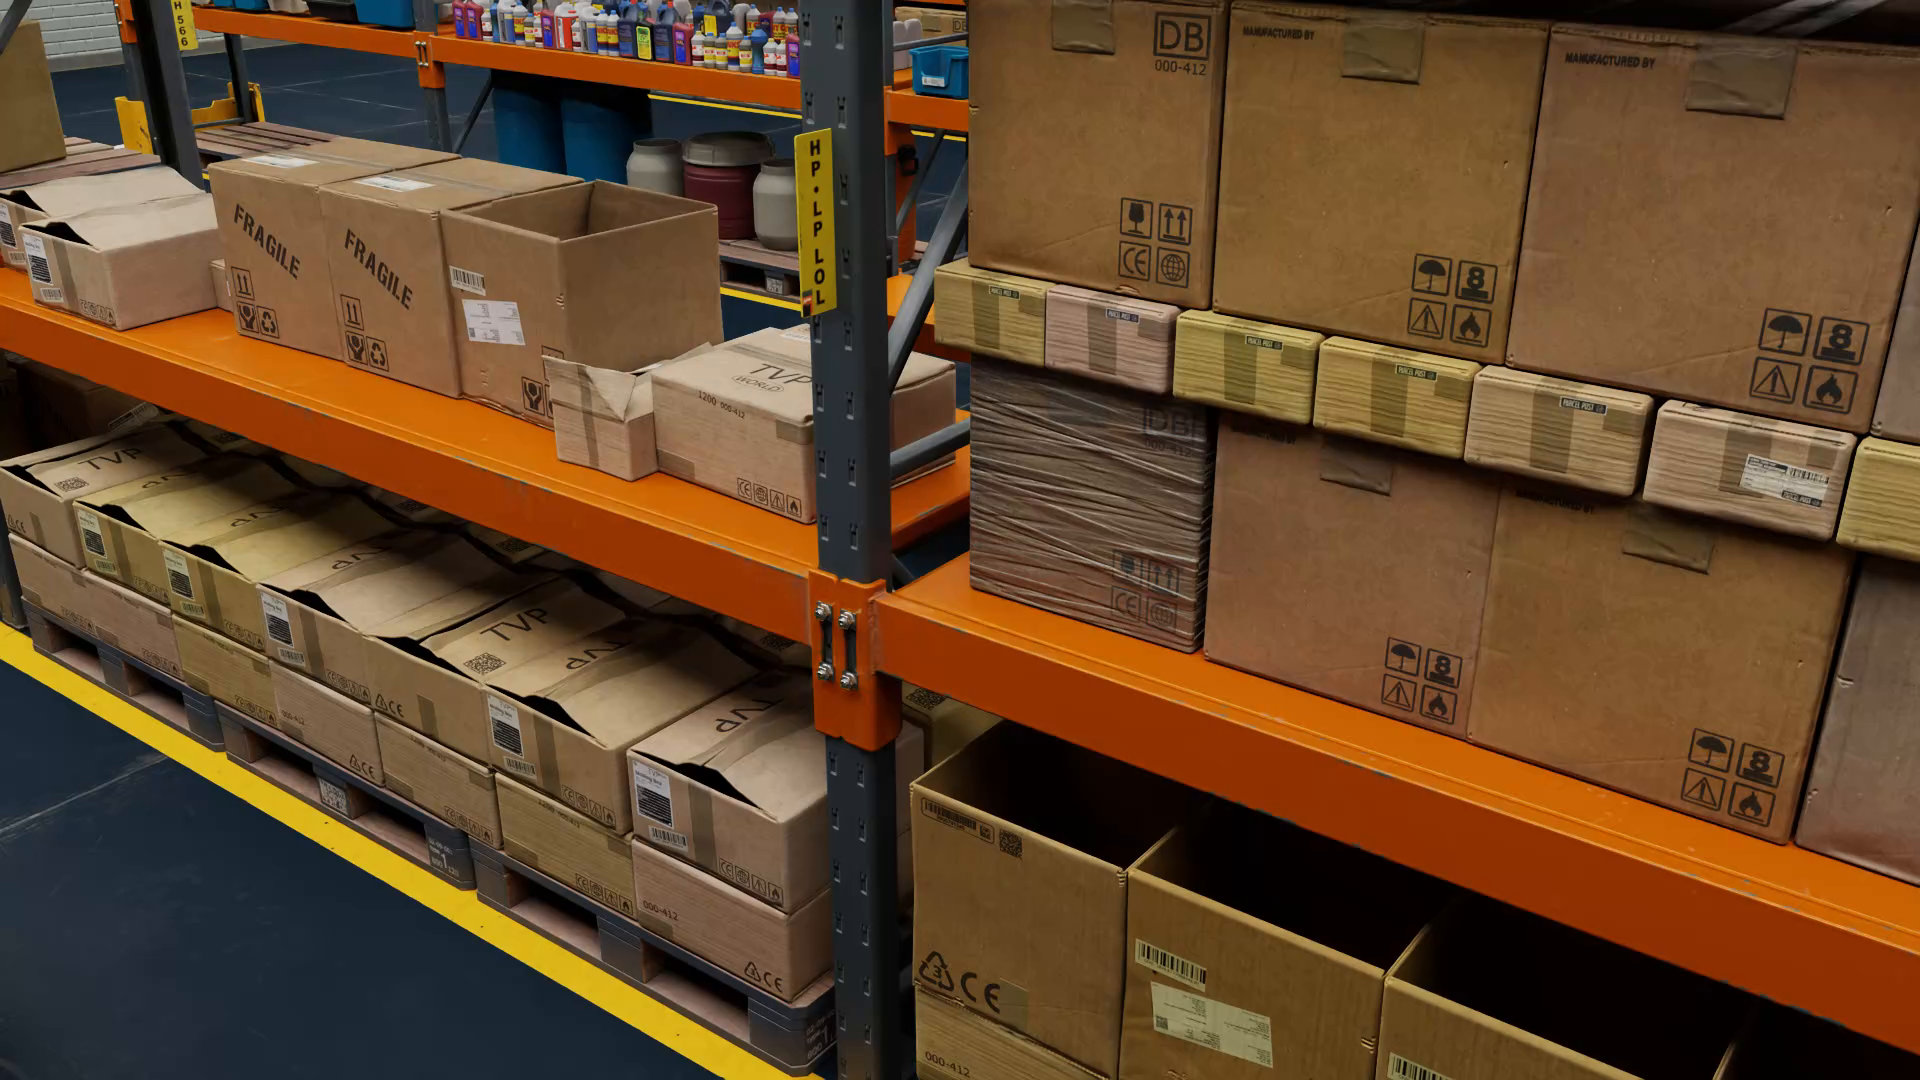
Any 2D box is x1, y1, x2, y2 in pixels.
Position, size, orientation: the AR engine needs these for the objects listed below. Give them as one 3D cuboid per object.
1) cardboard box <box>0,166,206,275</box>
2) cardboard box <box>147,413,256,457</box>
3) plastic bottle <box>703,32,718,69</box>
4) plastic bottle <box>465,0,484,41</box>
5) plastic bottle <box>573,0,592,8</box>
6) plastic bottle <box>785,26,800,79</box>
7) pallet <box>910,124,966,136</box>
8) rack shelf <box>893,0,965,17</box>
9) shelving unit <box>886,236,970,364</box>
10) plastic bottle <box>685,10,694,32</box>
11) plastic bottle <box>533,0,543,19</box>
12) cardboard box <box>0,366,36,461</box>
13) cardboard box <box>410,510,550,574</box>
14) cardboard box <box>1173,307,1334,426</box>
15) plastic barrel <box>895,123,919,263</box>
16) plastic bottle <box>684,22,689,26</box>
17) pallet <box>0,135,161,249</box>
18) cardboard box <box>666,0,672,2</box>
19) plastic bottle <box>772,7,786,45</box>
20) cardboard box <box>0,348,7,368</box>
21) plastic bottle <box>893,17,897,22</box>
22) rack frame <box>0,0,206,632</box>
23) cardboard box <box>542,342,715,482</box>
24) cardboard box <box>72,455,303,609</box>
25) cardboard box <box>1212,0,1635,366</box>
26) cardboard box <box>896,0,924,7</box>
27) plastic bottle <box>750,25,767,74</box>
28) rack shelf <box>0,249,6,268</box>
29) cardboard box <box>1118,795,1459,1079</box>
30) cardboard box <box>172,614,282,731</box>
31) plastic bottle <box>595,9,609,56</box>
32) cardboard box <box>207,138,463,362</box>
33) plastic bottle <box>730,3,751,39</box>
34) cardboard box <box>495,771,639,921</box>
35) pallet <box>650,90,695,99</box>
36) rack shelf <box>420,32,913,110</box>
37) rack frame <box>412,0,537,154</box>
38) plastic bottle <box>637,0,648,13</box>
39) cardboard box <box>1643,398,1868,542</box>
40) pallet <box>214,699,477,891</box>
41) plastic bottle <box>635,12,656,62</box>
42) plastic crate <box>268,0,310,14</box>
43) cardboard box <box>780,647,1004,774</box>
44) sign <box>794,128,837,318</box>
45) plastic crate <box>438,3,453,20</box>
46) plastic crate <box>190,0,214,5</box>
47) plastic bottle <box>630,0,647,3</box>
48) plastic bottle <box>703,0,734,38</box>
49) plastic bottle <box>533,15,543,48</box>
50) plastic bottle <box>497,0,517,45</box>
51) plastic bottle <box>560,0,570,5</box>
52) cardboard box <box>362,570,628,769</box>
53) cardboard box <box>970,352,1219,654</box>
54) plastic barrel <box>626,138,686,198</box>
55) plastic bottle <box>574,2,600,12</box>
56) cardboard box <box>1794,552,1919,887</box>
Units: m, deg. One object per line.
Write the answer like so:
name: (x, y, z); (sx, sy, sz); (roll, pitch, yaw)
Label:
cardboard box: (-2.873, -1.073, 5.576); (0.500, 0.311, 0.500); (19, 30, 36)
cardboard box: (-2.571, -0.359, 6.039); (0.500, 0.311, 0.500); (18, 29, 35)
plastic bottle: (-1.477, -2.913, 9.888); (0.097, 0.201, 0.097); (0, 24, 0)
plastic bottle: (-3.221, -3.469, 11.047); (0.133, 0.283, 0.061); (17, 29, 33)
plastic bottle: (-2.520, -3.595, 11.250); (0.185, 0.351, 0.144); (17, 29, 33)
plastic bottle: (-0.929, -2.776, 9.475); (0.133, 0.283, 0.061); (17, 29, 33)
pallet: (0.268, -3.940, 15.431); (1.213, 0.211, 1.003); (17, 29, 33)
rack shelf: (1.206, -4.566, 14.284); (4.000, 0.370, 1.077); (17, 29, 33)
shelving unit: (-0.005, -0.516, 6.527); (1.048, 1.125, 0.538); (17, 29, 33)
plastic bottle: (-1.757, -3.381, 10.949); (0.097, 0.201, 0.097); (0, 24, 0)
plastic bottle: (-2.916, -3.654, 11.569); (0.097, 0.201, 0.097); (0, 24, 0)
cardboard box: (-4.027, -0.424, 6.546); (0.500, 0.500, 0.500); (18, 30, 35)
cardboard box: (-1.350, 0.009, 5.203); (0.500, 0.311, 0.500); (18, 29, 35)
cardboard box: (0.570, -0.341, 2.876); (0.250, 0.149, 0.380); (16, 28, 32)
plastic barrel: (-0.566, -2.125, 10.024); (0.708, 0.830, 0.600); (17, 29, 33)
plastic bottle: (-1.720, -3.088, 10.182); (0.133, 0.283, 0.061); (17, 29, 33)
pallet: (-3.723, -1.270, 6.149); (1.003, 0.211, 1.213); (17, 29, 33)
cardboard box: (-3.035, -5.437, 17.483); (0.875, 0.875, 0.875); (17, 29, 33)
plastic bottle: (-1.133, -3.224, 10.506); (0.097, 0.271, 0.097); (0, 24, 0)
cardboard box: (-4.075, -0.779, 6.423); (0.500, 0.250, 0.500); (18, 30, 35)
plastic bottle: (-0.393, -3.000, 9.999); (0.097, 0.271, 0.097); (0, 24, 0)
rack frame: (-3.138, -1.216, 5.790); (0.127, 3.000, 1.000); (17, 29, 33)
cardboard box: (-0.751, -0.341, 3.970); (0.258, 0.266, 0.396); (16, 28, 32)
cardboard box: (-2.470, -0.061, 5.362); (0.500, 0.311, 0.500); (16, 28, 32)
cardboard box: (0.827, -0.661, 2.797); (0.500, 0.500, 0.700); (17, 29, 33)
cardboard box: (-0.875, -4.784, 16.002); (0.875, 0.875, 0.875); (17, 29, 33)
plastic bottle: (-1.166, -2.851, 9.661); (0.097, 0.271, 0.097); (0, 24, 0)
rack shelf: (-4.738, -1.370, 7.032); (4.000, 0.370, 1.077); (17, 29, 33)
cardboard box: (0.651, 0.806, 3.161); (0.500, 0.500, 0.500); (17, 29, 33)
cardboard box: (-2.073, 0.316, 5.201); (0.500, 0.250, 0.500); (16, 28, 32)
plastic bottle: (-2.220, -3.170, 10.384); (0.097, 0.271, 0.097); (0, 24, 0)
cardboard box: (-1.786, -0.861, 4.861); (0.500, 0.500, 0.500); (15, 28, 31)
plastic bottle: (-1.426, -3.301, 10.675); (0.135, 0.276, 0.152); (17, 29, 33)
cardboard box: (-0.847, 0.688, 4.358); (0.500, 0.250, 0.500); (16, 29, 33)
pallet: (-2.909, -4.902, 17.613); (1.213, 0.211, 1.003); (17, 29, 33)
rack shelf: (-1.765, -2.968, 10.658); (4.000, 0.370, 1.077); (17, 29, 33)
rack frame: (-3.365, -3.781, 11.610); (0.127, 3.000, 1.000); (17, 29, 33)
plastic bottle: (-2.112, -3.443, 11.004); (0.097, 0.271, 0.097); (0, 24, 0)
cardboard box: (1.195, -0.154, 2.450); (0.250, 0.149, 0.380); (16, 28, 32)
pallet: (-1.531, 0.567, 5.202); (1.213, 0.211, 1.003); (17, 29, 33)
plastic bottle: (-1.913, -3.073, 10.150); (0.133, 0.283, 0.061); (17, 29, 33)
plastic crate: (-4.939, -4.011, 12.387); (0.466, 0.136, 0.293); (17, 29, 33)
cardboard box: (-0.119, 0.380, 4.360); (0.500, 0.311, 0.500); (17, 29, 33)
sign: (-0.255, -0.565, 2.974); (0.005, 0.325, 0.100); (17, 29, 33)
plastic crate: (-3.652, -3.846, 12.011); (0.243, 0.136, 0.396); (17, 29, 33)
plastic crate: (-5.816, -4.220, 12.861); (0.298, 0.136, 0.250); (17, 29, 33)
plastic bottle: (-2.160, -3.523, 11.178); (0.135, 0.276, 0.152); (17, 29, 33)
plastic bottle: (-1.535, -3.293, 10.565); (0.185, 0.351, 0.144); (17, 29, 33)
plastic bottle: (-2.698, -3.282, 10.726); (0.097, 0.201, 0.097); (0, 24, 0)
plastic bottle: (-2.930, -3.400, 10.901); (0.135, 0.276, 0.152); (17, 29, 33)
plastic bottle: (-2.747, -3.679, 11.627); (0.097, 0.201, 0.097); (0, 24, 0)
cardboard box: (-1.251, 0.310, 4.520); (0.500, 0.311, 0.500); (17, 29, 33)
cardboard box: (0.422, -0.189, 3.335); (0.500, 0.500, 0.700); (16, 28, 32)
plastic barrel: (-1.975, -2.361, 10.952); (0.421, 0.512, 0.421); (0, 24, 0)
plastic bottle: (-2.391, -3.314, 10.705); (0.135, 0.276, 0.152); (17, 29, 33)
cardboard box: (1.657, 0.182, 2.492); (0.500, 0.500, 0.700); (18, 29, 35)
